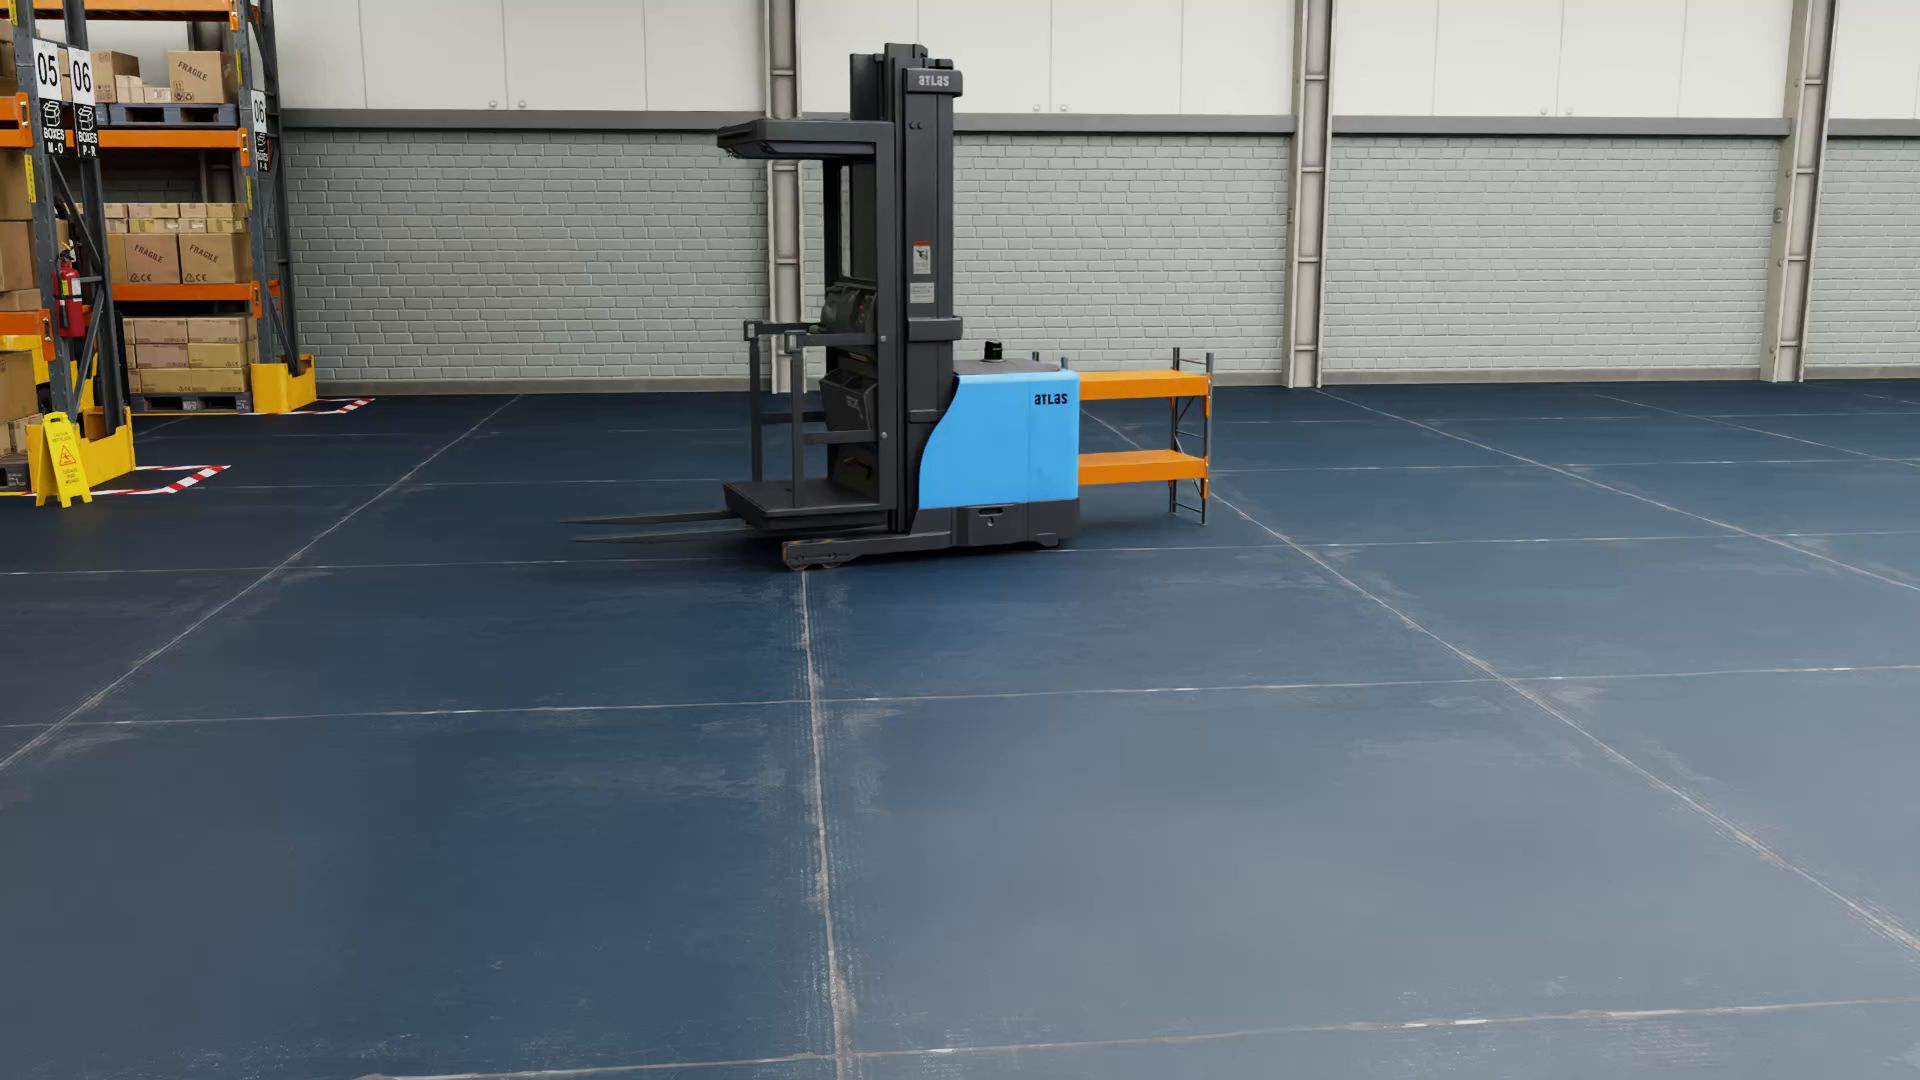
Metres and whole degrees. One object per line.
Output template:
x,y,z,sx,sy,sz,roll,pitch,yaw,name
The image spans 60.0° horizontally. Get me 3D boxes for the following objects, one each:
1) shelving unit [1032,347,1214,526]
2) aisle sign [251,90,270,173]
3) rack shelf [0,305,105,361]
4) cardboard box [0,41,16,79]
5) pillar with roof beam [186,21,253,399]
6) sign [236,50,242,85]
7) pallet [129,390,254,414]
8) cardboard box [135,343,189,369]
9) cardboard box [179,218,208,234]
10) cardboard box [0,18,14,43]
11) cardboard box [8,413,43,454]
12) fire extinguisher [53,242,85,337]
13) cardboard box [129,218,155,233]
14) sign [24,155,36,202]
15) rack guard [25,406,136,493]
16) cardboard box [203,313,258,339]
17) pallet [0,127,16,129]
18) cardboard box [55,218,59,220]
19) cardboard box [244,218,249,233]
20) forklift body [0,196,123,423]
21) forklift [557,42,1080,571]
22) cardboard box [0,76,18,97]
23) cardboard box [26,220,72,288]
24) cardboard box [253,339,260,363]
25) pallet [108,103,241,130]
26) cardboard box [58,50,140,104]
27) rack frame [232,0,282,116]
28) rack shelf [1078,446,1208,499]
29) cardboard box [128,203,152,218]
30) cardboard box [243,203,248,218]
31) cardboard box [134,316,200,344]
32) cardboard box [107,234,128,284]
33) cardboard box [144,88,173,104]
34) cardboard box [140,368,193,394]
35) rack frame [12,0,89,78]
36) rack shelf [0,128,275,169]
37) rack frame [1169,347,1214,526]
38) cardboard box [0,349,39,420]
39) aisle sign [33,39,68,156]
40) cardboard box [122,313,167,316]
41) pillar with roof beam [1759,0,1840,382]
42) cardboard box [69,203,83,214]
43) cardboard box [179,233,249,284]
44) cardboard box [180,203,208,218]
1.045,-0.657,10.792,1.048,1.125,0.538,-4,12,-20,shelving unit
-7.025,-4.098,16.699,0.004,0.787,0.394,-1,11,-6,aisle sign
-8.571,-1.531,12.246,4.000,0.370,1.077,-1,11,-6,rack shelf
-7.062,-3.408,11.768,0.500,0.250,0.500,-1,11,-7,cardboard box
-7.447,-5.154,13.257,0.400,9.000,9.100,-1,11,-6,pillar with roof beam
-7.077,-4.641,16.332,0.005,0.325,0.100,-1,11,-6,sign
-7.878,-1.486,17.377,1.213,0.211,1.003,-1,11,-6,pallet
-8.072,-1.901,17.007,0.500,0.250,0.500,-1,11,-7,cardboard box
-7.687,-3.173,16.791,0.250,0.149,0.380,-1,11,-5,cardboard box
-6.887,-3.602,11.722,0.250,0.149,0.380,-1,11,-6,cardboard box
-7.414,-0.819,12.797,0.500,0.250,0.500,-1,11,-7,cardboard box
-6.419,-1.802,11.958,0.183,0.674,0.296,-1,11,-6,fire extinguisher
-8.200,-3.176,16.808,0.250,0.149,0.380,-1,11,-6,cardboard box
-6.542,-2.542,11.702,0.005,0.325,0.100,-1,11,-6,sign
-6.658,-0.698,12.621,0.348,0.500,1.175,-1,11,-6,rack guard
-7.620,-2.251,17.492,0.500,0.250,0.500,-1,11,-7,cardboard box
-10.254,-4.245,16.641,1.213,0.211,1.003,-1,11,-6,pallet
-8.967,-3.165,16.749,0.250,0.149,0.380,-1,11,-6,cardboard box
-7.487,-3.288,17.375,0.250,0.149,0.380,-1,11,-8,cardboard box
-8.810,-2.072,15.331,1.214,2.155,2.313,-1,11,-6,forklift body
-0.841,-1.378,9.778,3.031,2.935,1.130,-4,12,-20,forklift
-6.907,-3.213,11.812,0.250,0.149,0.380,-1,11,-6,cardboard box
-7.083,-2.164,12.570,0.500,0.500,0.500,-1,11,-7,cardboard box
-7.612,-2.010,17.559,0.500,0.250,0.500,-1,11,-5,cardboard box
-7.828,-4.296,16.899,1.213,0.211,1.003,-1,11,-6,pallet
-8.565,-4.596,16.585,0.500,0.500,0.700,-1,11,-6,cardboard box
-7.122,-5.821,16.651,0.127,3.000,1.000,-1,11,-6,rack frame
1.045,-0.417,10.839,1.000,0.278,0.538,-4,12,-20,rack shelf
-8.210,-3.330,16.821,0.250,0.149,0.380,-1,11,-6,cardboard box
-7.479,-3.425,17.302,0.250,0.149,0.380,-1,11,-7,cardboard box
-8.053,-2.144,16.945,0.500,0.250,0.500,-1,11,-5,cardboard box
-8.609,-2.846,16.811,0.500,0.500,0.500,-1,11,-7,cardboard box
-7.913,-4.406,16.530,0.250,0.149,0.380,-2,11,-8,cardboard box
-8.051,-1.656,17.053,0.500,0.250,0.500,-1,11,-6,cardboard box
-6.582,-4.870,11.809,0.127,3.000,1.000,-1,11,-6,rack frame
-9.110,-3.955,16.798,4.000,0.370,1.077,-1,11,-6,rack shelf
1.522,-0.691,10.966,0.032,1.125,0.500,-4,12,-20,rack frame
-7.438,-1.186,12.722,0.500,0.500,0.500,-2,11,-8,cardboard box
-6.489,-3.147,11.861,0.004,0.787,0.394,-1,11,-6,aisle sign
-8.615,-2.232,17.393,0.500,0.250,0.500,-1,11,-6,cardboard box
10.448,-5.529,15.164,0.400,9.000,9.100,-1,11,-6,pillar with roof beam
-8.713,-3.297,16.652,0.250,0.149,0.380,-1,11,-5,cardboard box
-7.583,-2.866,16.912,0.500,0.500,0.500,-1,11,-7,cardboard box
-7.697,-3.332,16.829,0.250,0.149,0.380,-1,11,-6,cardboard box
